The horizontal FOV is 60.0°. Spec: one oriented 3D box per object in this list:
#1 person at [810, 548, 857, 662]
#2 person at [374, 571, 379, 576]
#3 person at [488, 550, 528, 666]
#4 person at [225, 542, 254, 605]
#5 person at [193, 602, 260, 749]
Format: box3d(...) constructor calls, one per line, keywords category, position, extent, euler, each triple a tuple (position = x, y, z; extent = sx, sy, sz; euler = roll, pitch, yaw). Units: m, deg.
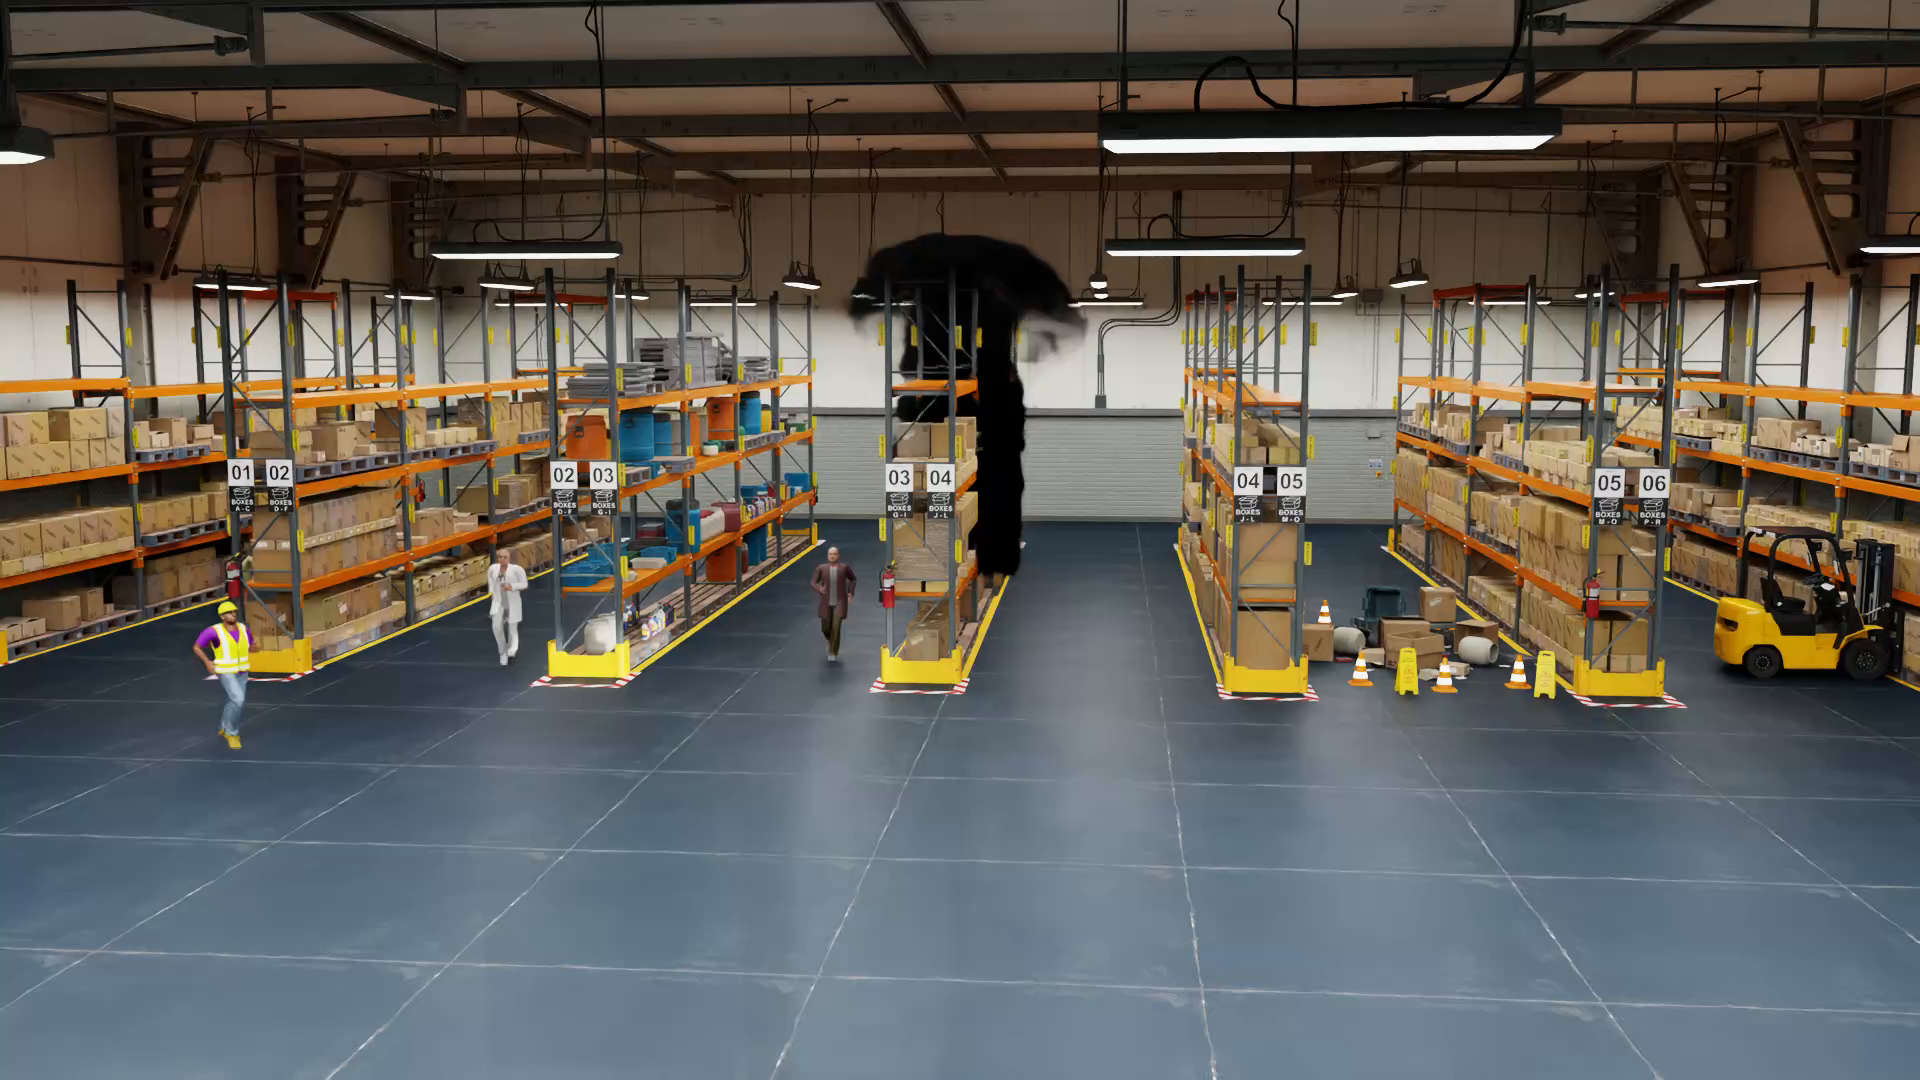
box3d(category="person", position=(-1.975, 0.984, 25.941), extent=(0.718, 1.746, 0.771), euler=(0, 7, 0))
box3d(category="person", position=(-12.240, -0.004, 34.507), extent=(0.590, 1.734, 0.695), euler=(0, 7, 1))
box3d(category="person", position=(-6.967, 1.040, 25.628), extent=(0.663, 1.818, 0.881), euler=(-1, 7, -4))
box3d(category="person", position=(-12.026, 0.818, 27.783), extent=(0.556, 1.626, 0.520), euler=(0, 7, -1))
box3d(category="person", position=(-8.948, 1.658, 20.460), extent=(0.714, 1.819, 0.674), euler=(4, 8, 29))
